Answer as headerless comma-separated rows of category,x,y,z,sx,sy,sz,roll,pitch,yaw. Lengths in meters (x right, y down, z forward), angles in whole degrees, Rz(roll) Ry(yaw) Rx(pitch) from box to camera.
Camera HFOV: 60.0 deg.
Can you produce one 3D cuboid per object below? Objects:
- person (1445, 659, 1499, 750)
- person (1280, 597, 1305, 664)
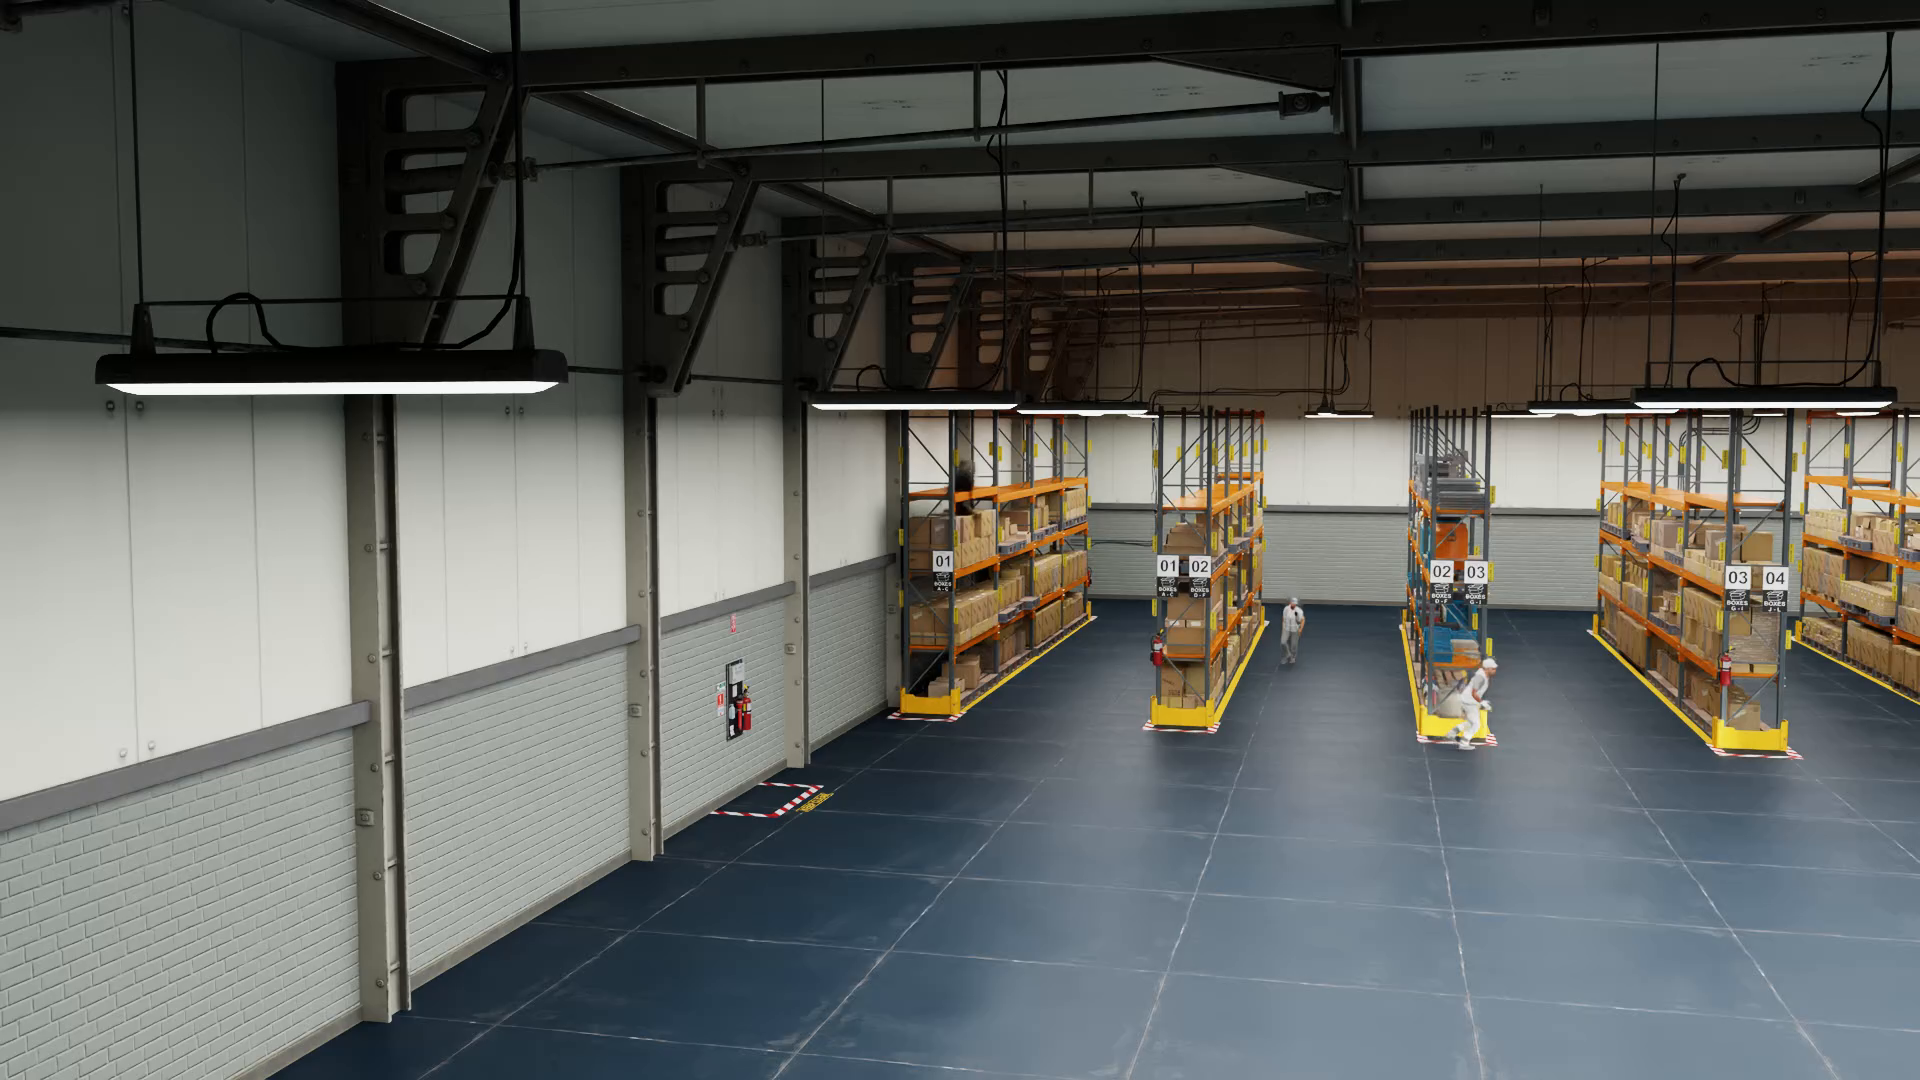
person,8.864,2.838,28.819,0.911,1.626,0.642,2,4,24
person,7.803,2.114,38.984,0.584,1.601,0.745,1,4,18
